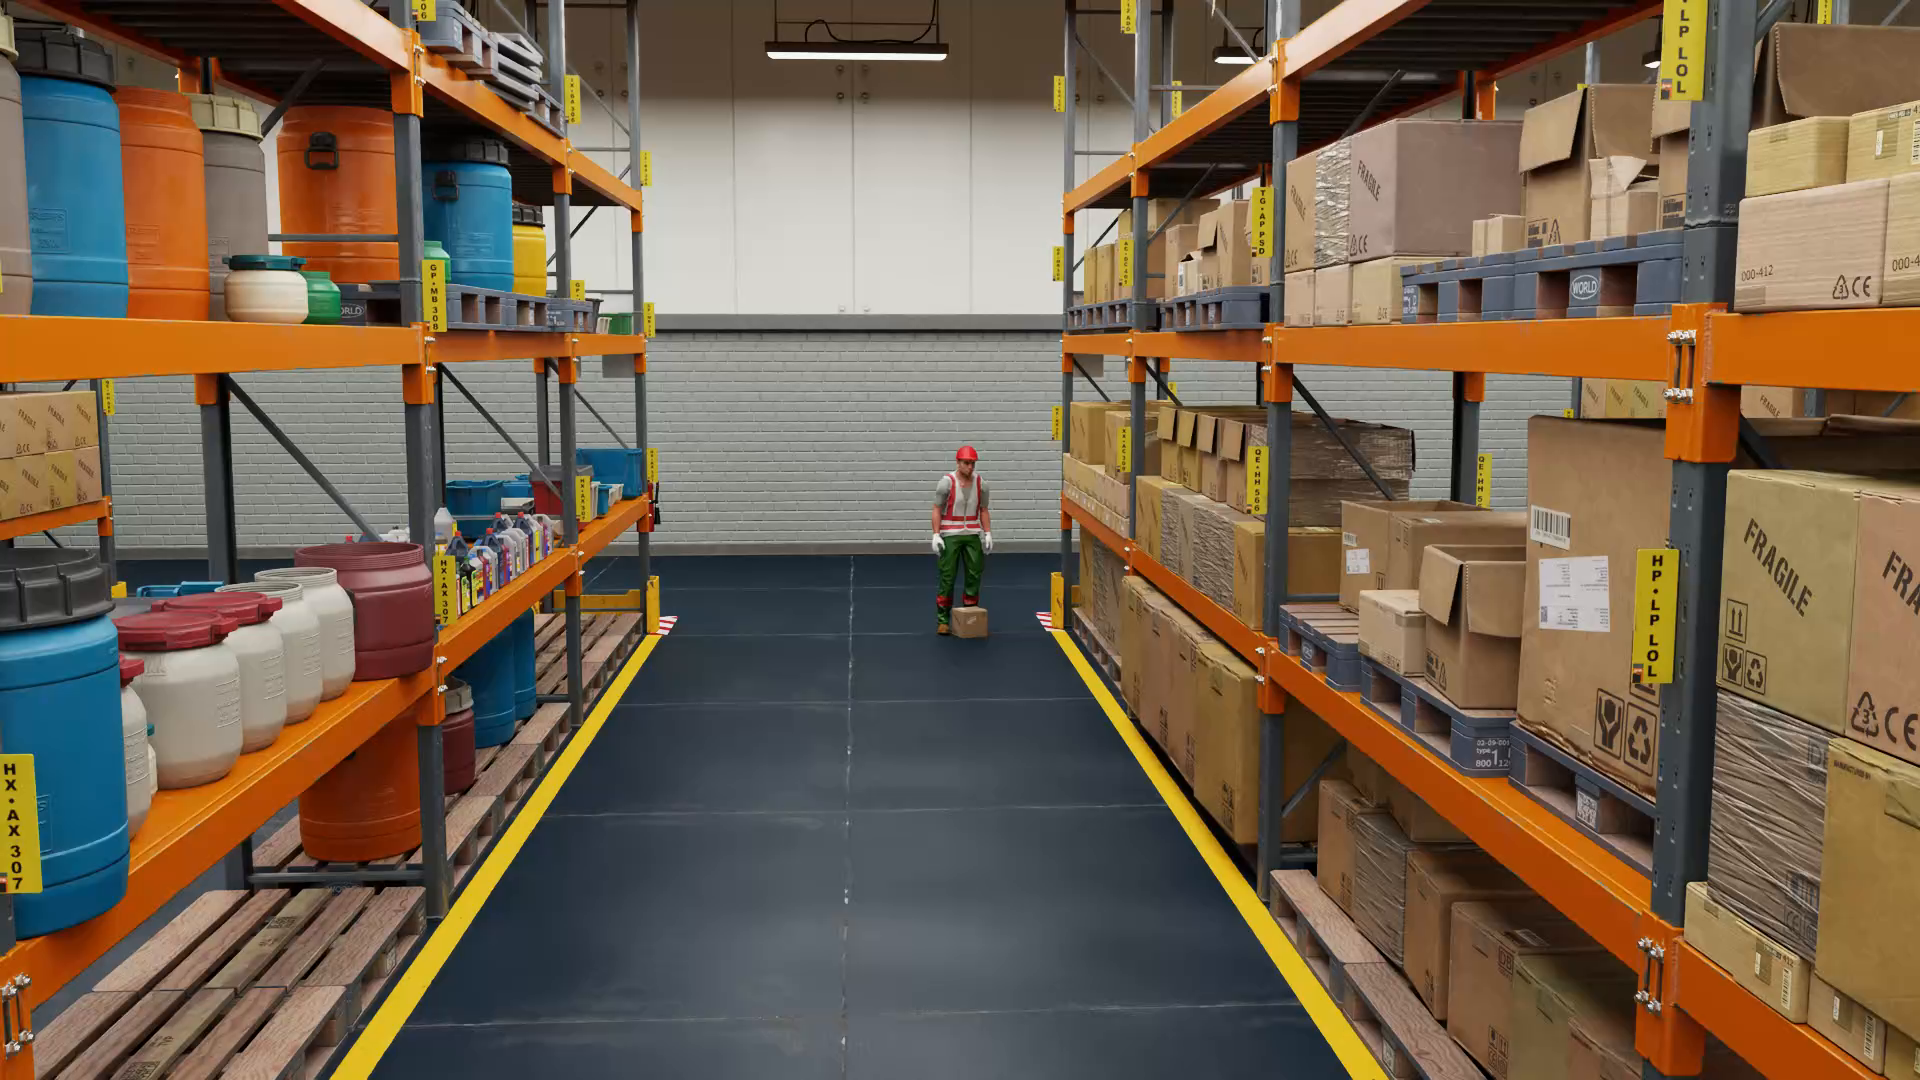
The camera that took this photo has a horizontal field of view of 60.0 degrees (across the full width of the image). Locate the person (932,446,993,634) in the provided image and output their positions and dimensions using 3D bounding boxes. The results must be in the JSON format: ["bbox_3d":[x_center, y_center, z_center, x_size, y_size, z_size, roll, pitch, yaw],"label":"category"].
[{"bbox_3d":[0.023,-0.009,15.749,0.620,1.779,0.454,-2,7,-20],"label":"person"}]
